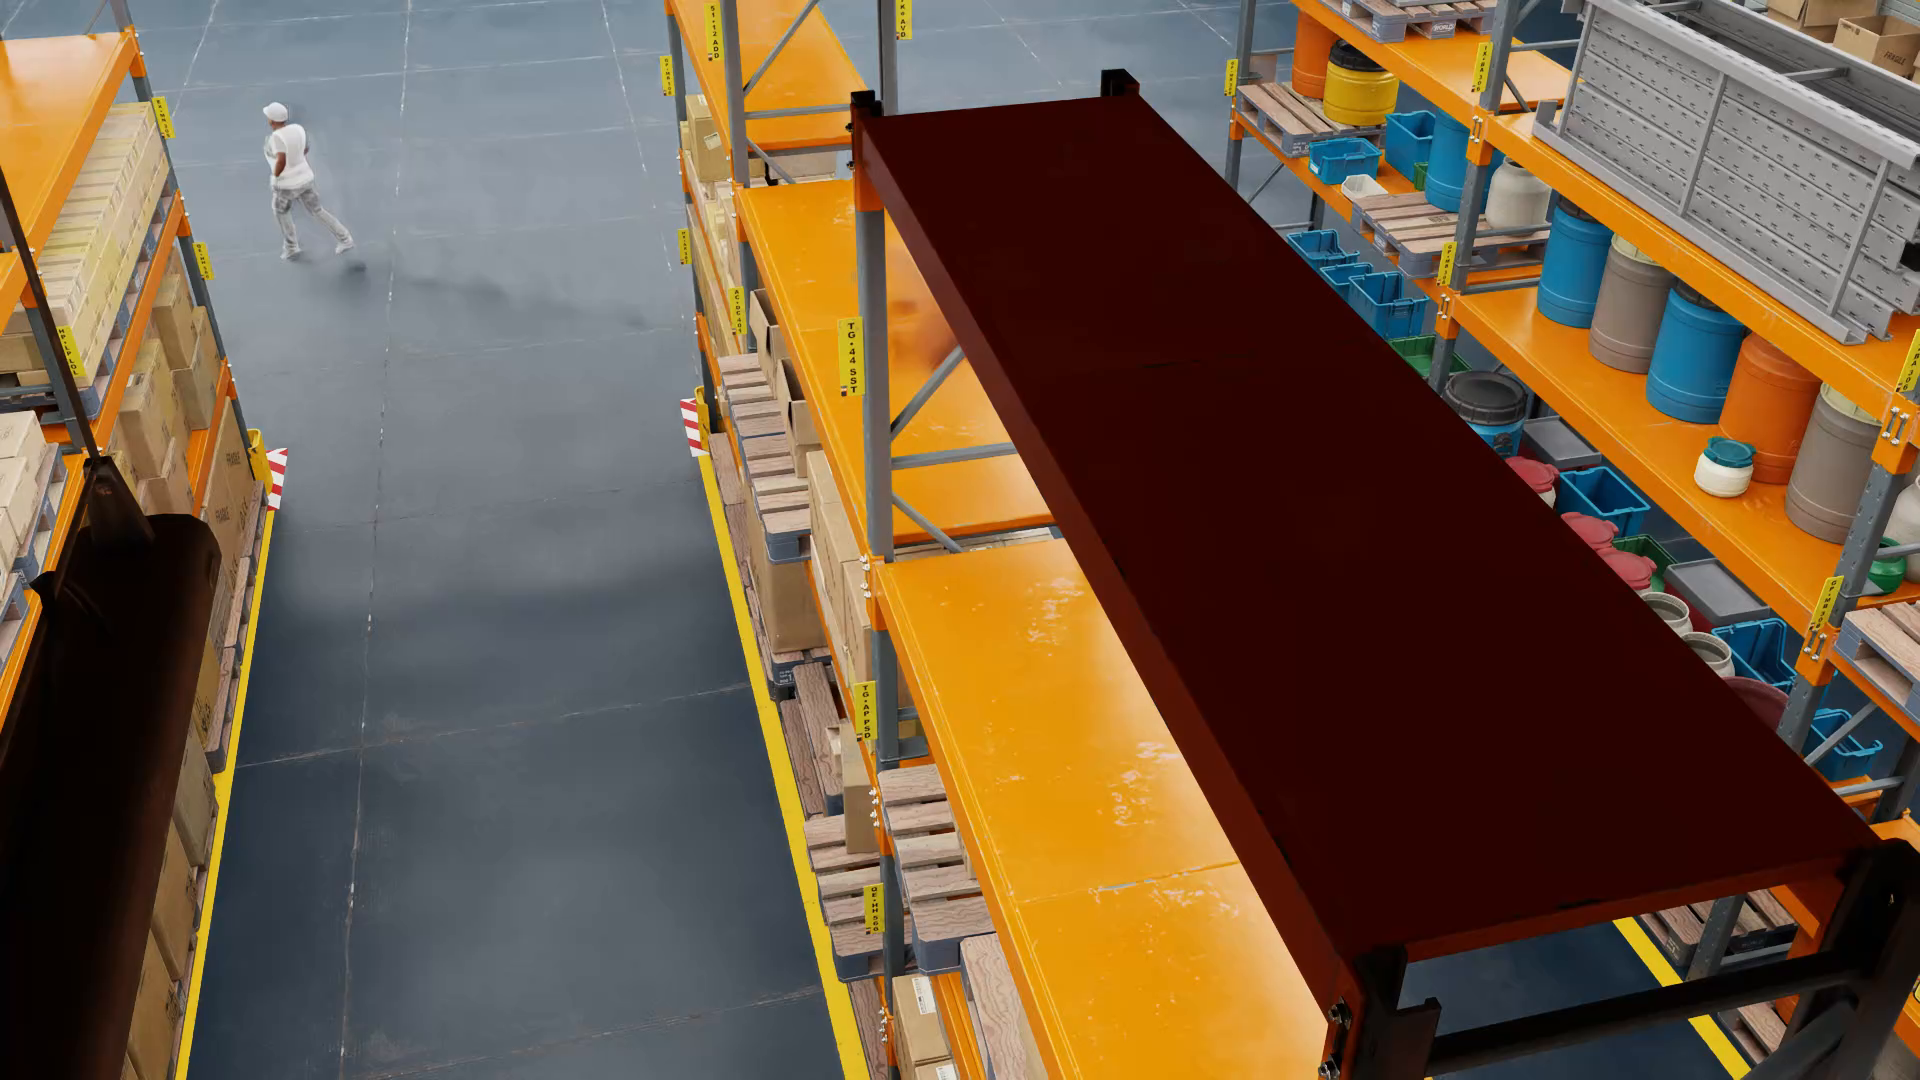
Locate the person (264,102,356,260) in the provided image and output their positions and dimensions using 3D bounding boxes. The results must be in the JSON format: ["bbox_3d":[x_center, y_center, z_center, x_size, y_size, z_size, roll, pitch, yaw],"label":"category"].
[{"bbox_3d":[-7.216,-3.859,18.151,0.929,1.828,0.695,15,37,20],"label":"person"}]
